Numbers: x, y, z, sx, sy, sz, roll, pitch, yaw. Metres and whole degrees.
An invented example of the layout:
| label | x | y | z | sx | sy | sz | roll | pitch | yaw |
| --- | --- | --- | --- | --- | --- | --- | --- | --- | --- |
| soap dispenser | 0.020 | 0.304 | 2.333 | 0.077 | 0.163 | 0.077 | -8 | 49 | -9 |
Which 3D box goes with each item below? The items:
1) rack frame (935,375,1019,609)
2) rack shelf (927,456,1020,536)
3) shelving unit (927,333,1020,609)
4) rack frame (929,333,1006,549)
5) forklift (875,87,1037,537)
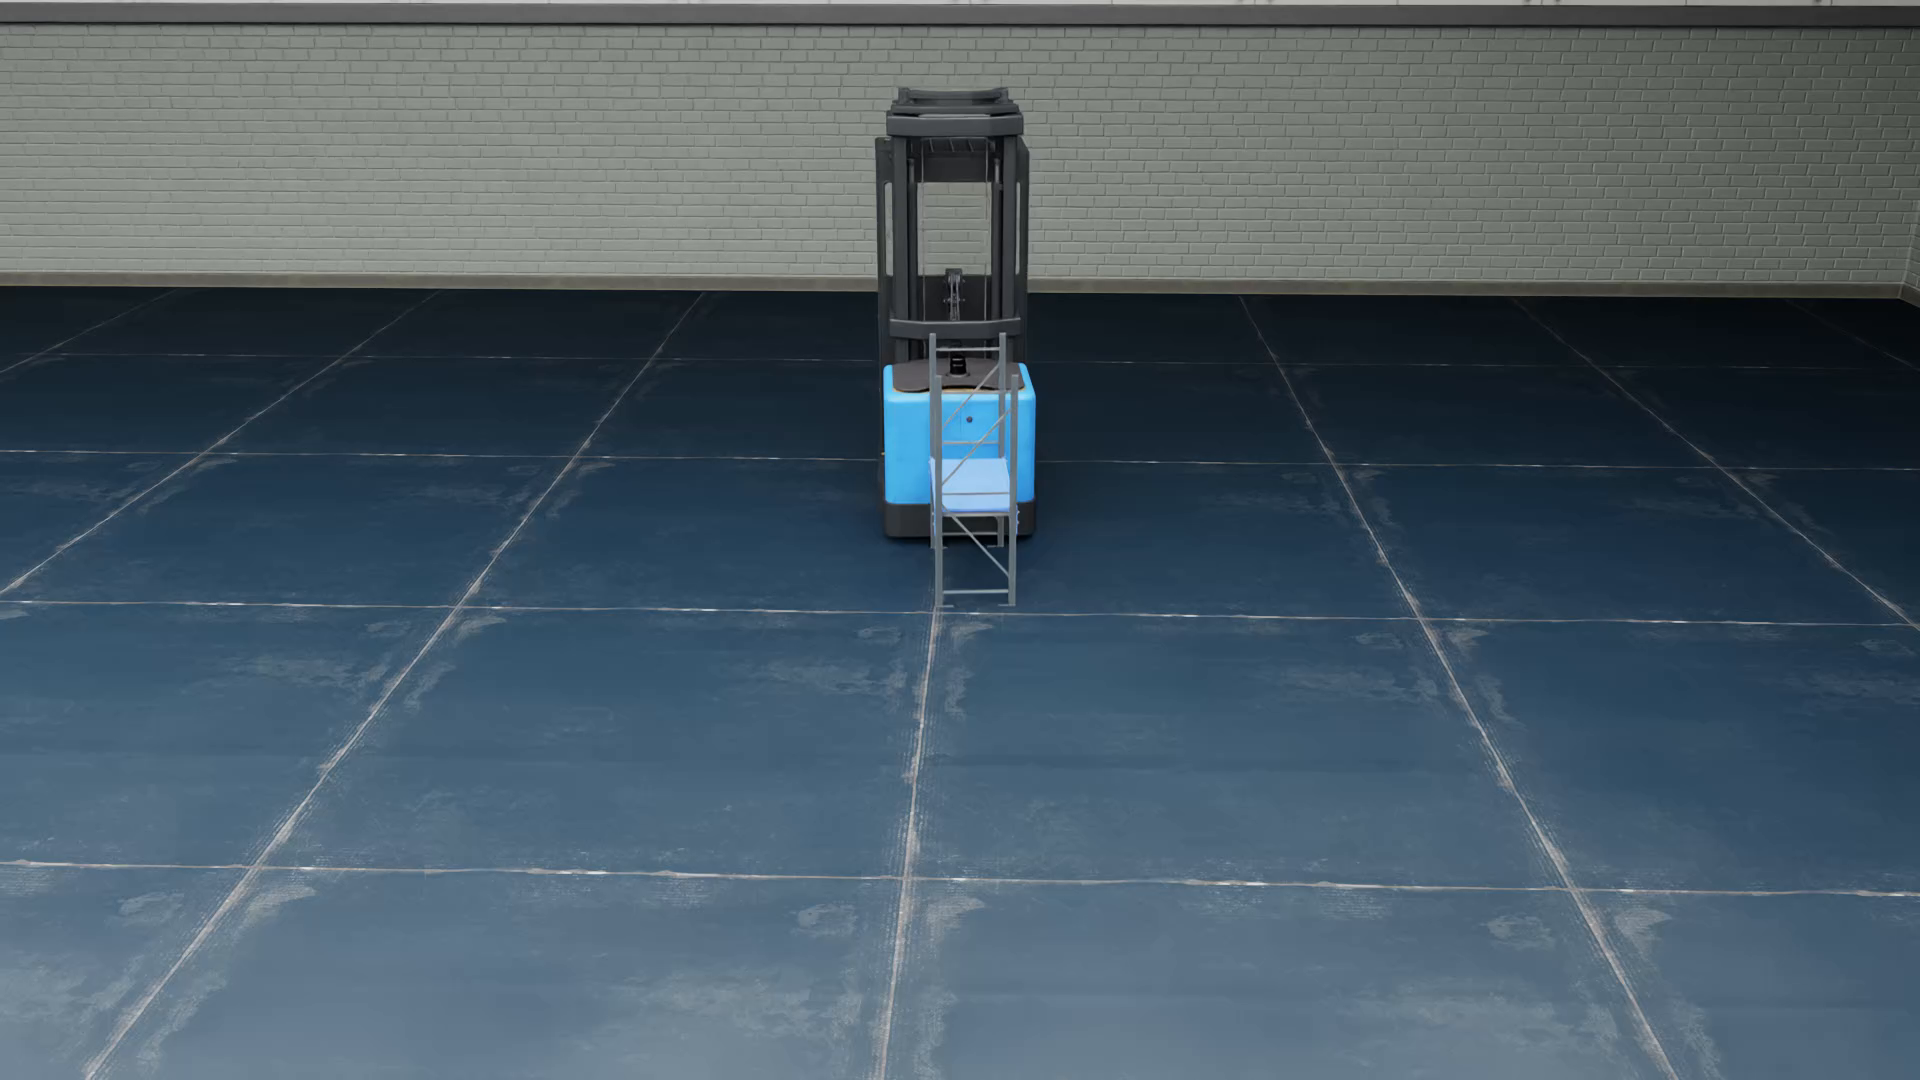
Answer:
| label | x | y | z | sx | sy | sz | roll | pitch | yaw |
| --- | --- | --- | --- | --- | --- | --- | --- | --- | --- |
| rack frame | 0.098 | -0.279 | 10.175 | 0.500 | 1.500 | 0.032 | -1 | 21 | -3 |
| rack shelf | 0.074 | -0.295 | 10.713 | 0.538 | 0.185 | 1.000 | -1 | 21 | -3 |
| shelving unit | 0.074 | -0.463 | 10.648 | 0.538 | 1.500 | 1.048 | -1 | 21 | -3 |
| rack frame | 0.050 | -0.646 | 11.122 | 0.500 | 1.500 | 0.032 | -1 | 21 | -3 |
| forklift | -0.066 | -1.871 | 12.300 | 1.130 | 2.935 | 3.031 | -1 | 21 | -3 |
